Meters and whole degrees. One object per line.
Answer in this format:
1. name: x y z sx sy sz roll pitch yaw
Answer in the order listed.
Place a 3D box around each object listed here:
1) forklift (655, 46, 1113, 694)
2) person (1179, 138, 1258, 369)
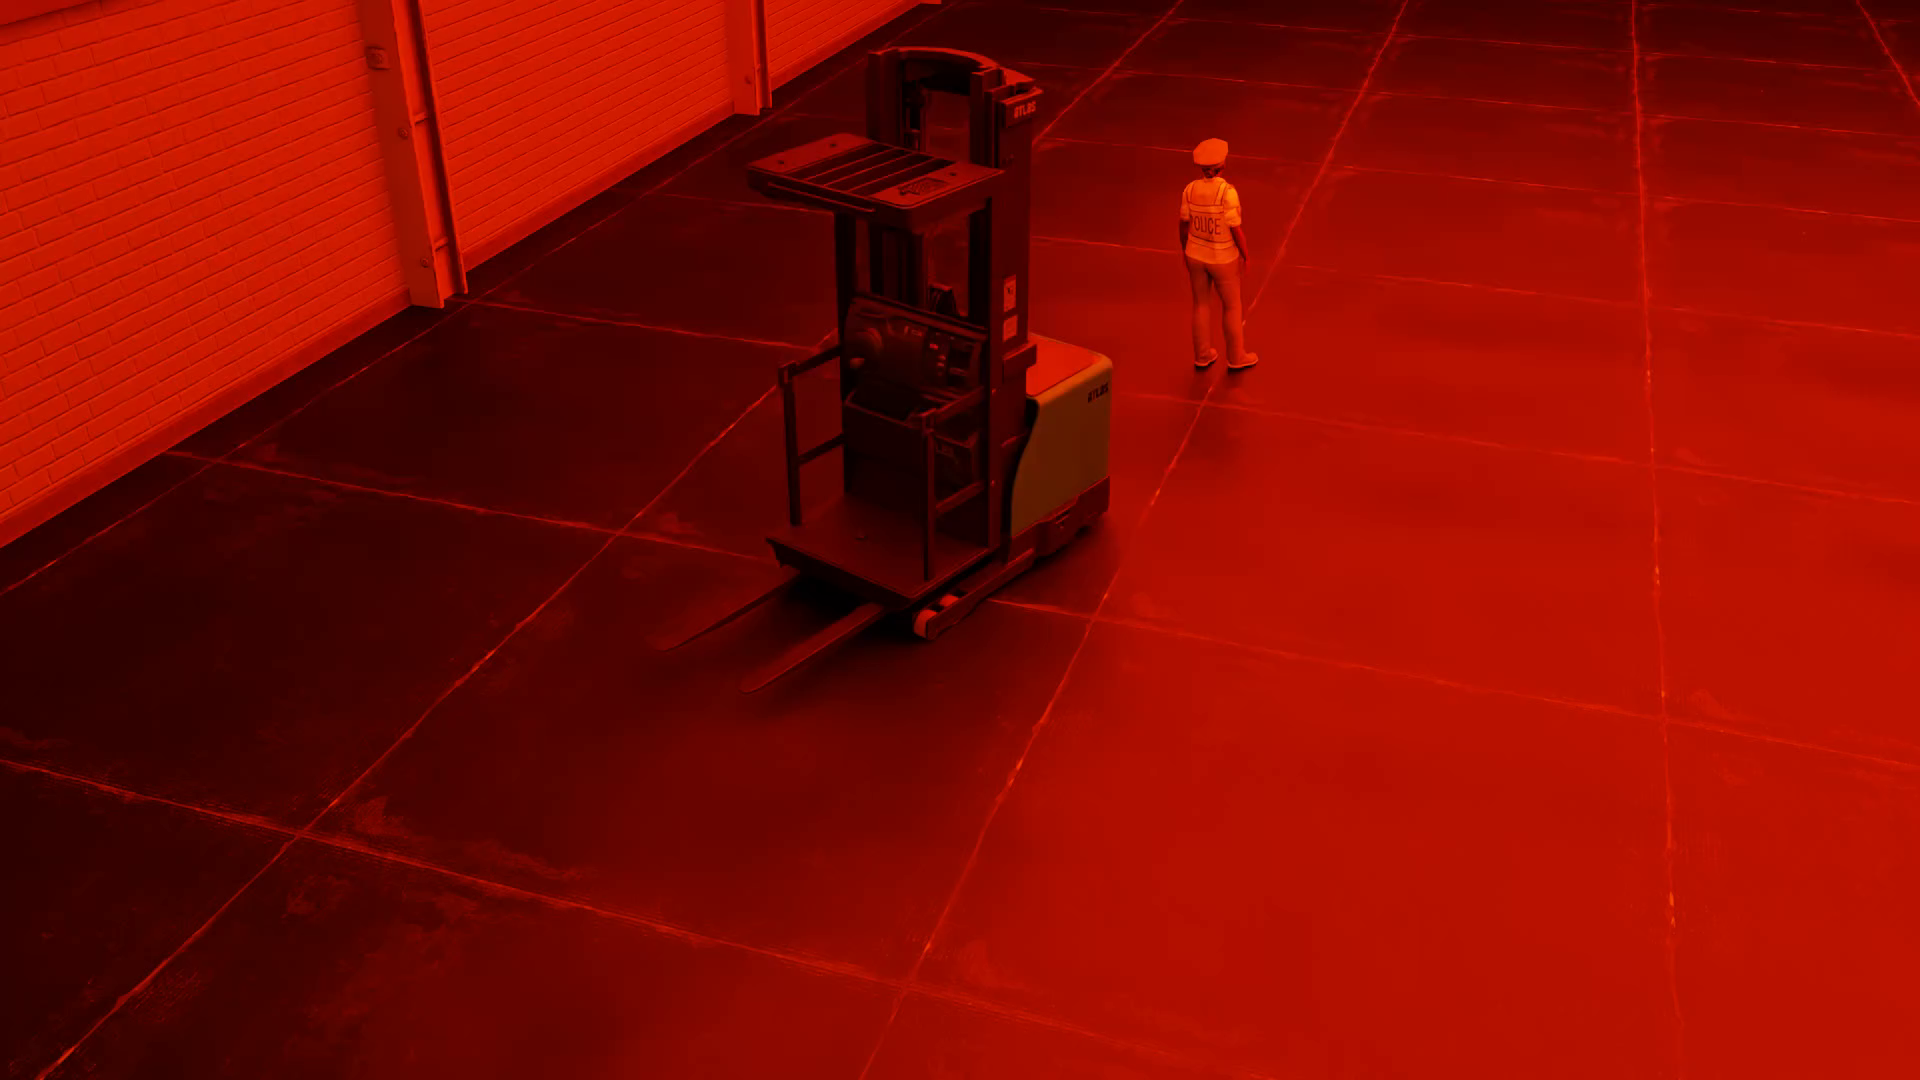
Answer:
1. forklift: -0.389 -1.003 8.895 1.130 2.935 3.031 21 36 33
2. person: 1.867 -2.055 11.975 0.570 1.695 0.530 20 35 31
